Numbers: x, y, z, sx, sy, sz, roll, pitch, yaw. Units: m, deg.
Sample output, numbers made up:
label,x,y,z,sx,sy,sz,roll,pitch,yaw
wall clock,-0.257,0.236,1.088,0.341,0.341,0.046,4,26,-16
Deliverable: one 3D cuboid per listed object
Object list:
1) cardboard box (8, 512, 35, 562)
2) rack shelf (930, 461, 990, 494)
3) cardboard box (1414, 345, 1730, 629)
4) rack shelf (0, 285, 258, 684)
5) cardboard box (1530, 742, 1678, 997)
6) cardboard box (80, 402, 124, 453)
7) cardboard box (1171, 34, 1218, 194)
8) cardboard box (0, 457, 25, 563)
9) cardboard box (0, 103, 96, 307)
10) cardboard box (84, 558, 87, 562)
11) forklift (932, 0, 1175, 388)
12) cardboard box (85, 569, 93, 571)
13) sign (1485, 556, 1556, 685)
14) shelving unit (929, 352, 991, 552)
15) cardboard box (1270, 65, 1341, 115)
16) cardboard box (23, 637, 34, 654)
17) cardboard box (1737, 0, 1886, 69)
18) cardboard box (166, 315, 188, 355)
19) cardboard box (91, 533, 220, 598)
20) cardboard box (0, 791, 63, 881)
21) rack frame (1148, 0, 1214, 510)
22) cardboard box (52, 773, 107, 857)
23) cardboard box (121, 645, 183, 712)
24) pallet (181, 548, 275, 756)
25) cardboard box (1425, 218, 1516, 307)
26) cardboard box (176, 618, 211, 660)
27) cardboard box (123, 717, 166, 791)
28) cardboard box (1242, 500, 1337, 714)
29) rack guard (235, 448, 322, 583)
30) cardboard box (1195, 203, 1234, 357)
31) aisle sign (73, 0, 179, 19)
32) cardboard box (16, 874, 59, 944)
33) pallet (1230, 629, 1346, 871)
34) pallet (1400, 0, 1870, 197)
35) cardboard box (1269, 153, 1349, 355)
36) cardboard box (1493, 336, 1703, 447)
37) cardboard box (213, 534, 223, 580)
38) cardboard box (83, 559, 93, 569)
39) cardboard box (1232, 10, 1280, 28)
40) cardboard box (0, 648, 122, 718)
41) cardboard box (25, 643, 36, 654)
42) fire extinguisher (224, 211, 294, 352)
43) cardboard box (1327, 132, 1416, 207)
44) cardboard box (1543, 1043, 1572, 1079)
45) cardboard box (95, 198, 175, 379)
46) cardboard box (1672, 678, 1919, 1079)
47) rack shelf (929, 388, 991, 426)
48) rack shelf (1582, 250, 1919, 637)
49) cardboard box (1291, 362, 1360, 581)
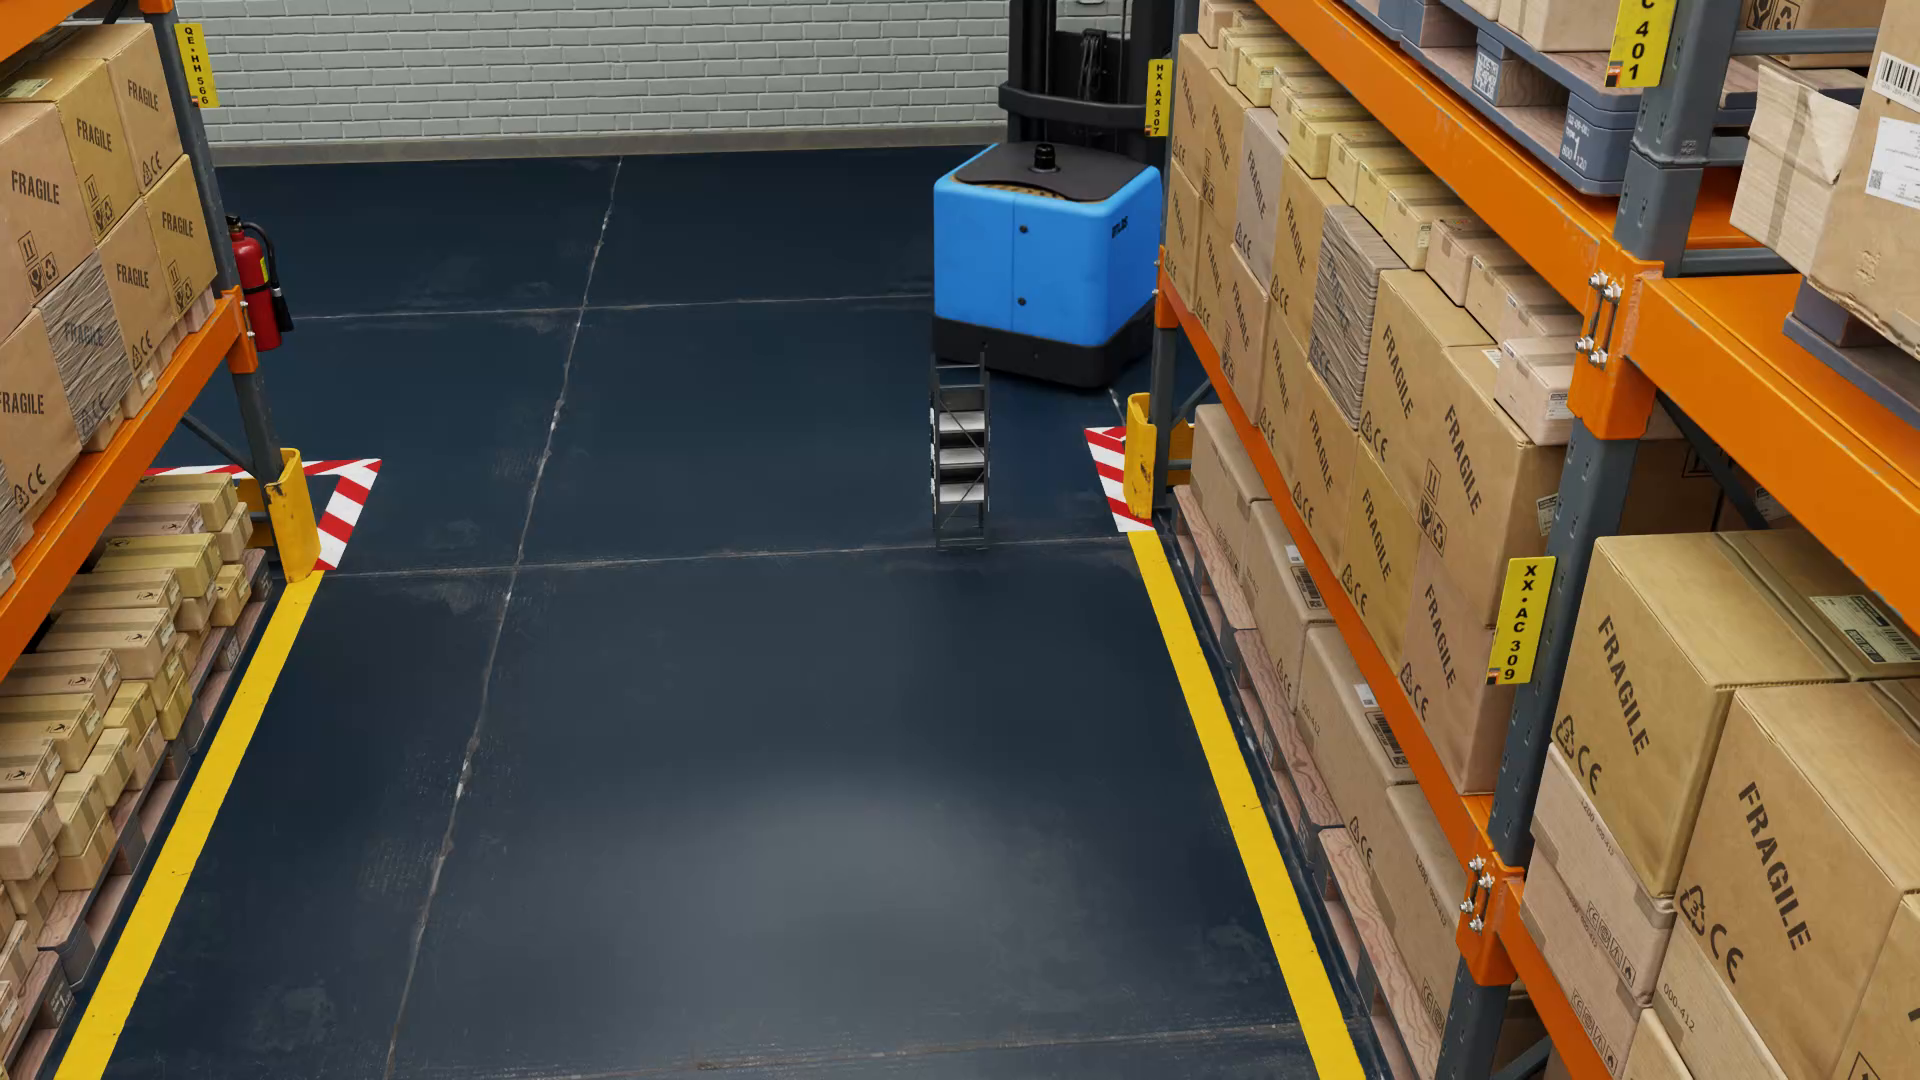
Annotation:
label,x,y,z,sx,sy,sz,roll,pitch,yaw
cardboard box,-3.096,-0.012,5.090,0.380,0.149,0.250,-2,31,-3
rack shelf,-0.001,-0.285,7.589,0.258,0.077,0.200,-3,31,-5
cardboard box,1.447,-0.144,3.993,0.500,0.500,0.500,-3,31,-5
rack shelf,-3.339,0.133,5.304,1.077,0.370,4.000,-3,31,-5
cardboard box,1.527,0.644,3.405,0.500,0.250,0.500,-4,31,-6
cardboard box,-3.148,-0.415,5.765,0.380,0.149,0.250,-4,31,-7
cardboard box,1.154,-1.699,6.597,0.500,0.500,0.500,-3,31,-6
cardboard box,-3.012,-0.102,4.608,0.500,0.500,0.500,-3,31,-6
cardboard box,-3.131,-1.052,5.223,0.500,0.500,0.500,-1,31,-2
cardboard box,-3.670,0.010,6.599,0.380,0.149,0.250,-2,31,-4
forklift,0.953,-2.815,9.604,1.130,2.935,3.031,14,34,23
cardboard box,-3.796,0.129,6.979,0.380,0.149,0.250,-2,31,-4
sign,1.214,0.178,3.605,0.100,0.325,0.005,-3,31,-5
shelving unit,-0.001,-0.390,7.526,0.258,0.900,0.210,-3,31,-5
cardboard box,1.275,-1.508,5.645,0.380,0.149,0.250,-2,31,-4
cardboard box,-3.737,0.398,6.239,0.380,0.149,0.250,-2,31,-3
cardboard box,1.921,-1.308,3.485,0.500,0.500,0.500,-2,31,-4
cardboard box,-3.228,-0.808,6.422,0.380,0.149,0.250,-3,31,-5
cardboard box,-3.107,0.106,6.437,0.380,0.149,0.250,-3,31,-6
cardboard box,-3.007,0.911,5.090,0.380,0.149,0.250,-2,31,-4
rack frame,1.393,-1.486,7.313,1.000,3.000,0.127,-3,31,-5
cardboard box,-3.025,0.902,5.396,0.380,0.149,0.250,-3,31,-5
cardboard box,-3.081,0.504,6.062,0.380,0.149,0.250,-2,31,-4
pallet,-3.478,0.455,6.782,1.003,0.211,1.213,-3,31,-5
cardboard box,1.449,-0.732,4.346,0.380,0.149,0.250,-3,31,-5
cardboard box,-3.206,0.371,6.575,0.380,0.149,0.250,-3,31,-5
cardboard box,-3.078,0.764,5.917,0.380,0.149,0.250,-2,31,-4
cardboard box,1.648,0.233,6.524,0.875,0.438,0.875,-2,31,-3
rack guard,-3.519,-0.085,7.405,1.175,0.500,0.348,-3,31,-5
cardboard box,1.227,-1.013,6.424,0.500,0.500,0.500,-3,31,-5
aisle sign,-3.234,-2.365,6.249,0.394,0.787,0.004,-3,31,-5
cardboard box,-3.100,1.164,5.246,0.380,0.149,0.250,-4,31,-7
pallet,1.656,0.737,6.310,1.003,0.211,1.213,-3,31,-5
pallet,1.700,-1.112,3.847,1.003,0.211,1.213,-3,31,-5
cardboard box,1.313,-0.919,5.291,0.500,0.500,0.500,-3,31,-4
cardboard box,1.421,-0.336,3.683,0.380,0.149,0.250,-3,31,-6
cardboard box,-3.222,0.111,6.720,0.380,0.149,0.250,-3,31,-6
cardboard box,-3.733,-0.001,6.908,0.380,0.149,0.250,-2,31,-3
cardboard box,1.246,-1.912,6.320,0.380,0.149,0.250,-2,31,-3
cardboard box,-3.152,0.516,5.752,0.380,0.149,0.250,-4,31,-6
cardboard box,-3.745,0.521,6.323,0.380,0.149,0.250,-2,31,-4
fire extinguisher,-3.090,-1.155,7.197,0.296,0.674,0.183,-3,31,-5
cardboard box,1.326,-1.117,4.990,0.380,0.149,0.250,-3,31,-5
cardboard box,1.904,1.601,3.807,0.875,0.875,0.875,-2,31,-3
cardboard box,-3.185,-0.888,5.923,0.500,0.500,0.500,-3,31,-5
cardboard box,1.596,0.581,2.780,0.500,0.500,0.500,-3,31,-5
rack shelf,-0.001,-0.594,7.405,0.258,0.077,0.200,-3,31,-5
rack shelf,1.953,0.598,1.599,1.077,0.370,4.000,-3,31,-5
cardboard box,1.353,-0.230,5.112,0.500,0.500,0.500,-3,31,-5
